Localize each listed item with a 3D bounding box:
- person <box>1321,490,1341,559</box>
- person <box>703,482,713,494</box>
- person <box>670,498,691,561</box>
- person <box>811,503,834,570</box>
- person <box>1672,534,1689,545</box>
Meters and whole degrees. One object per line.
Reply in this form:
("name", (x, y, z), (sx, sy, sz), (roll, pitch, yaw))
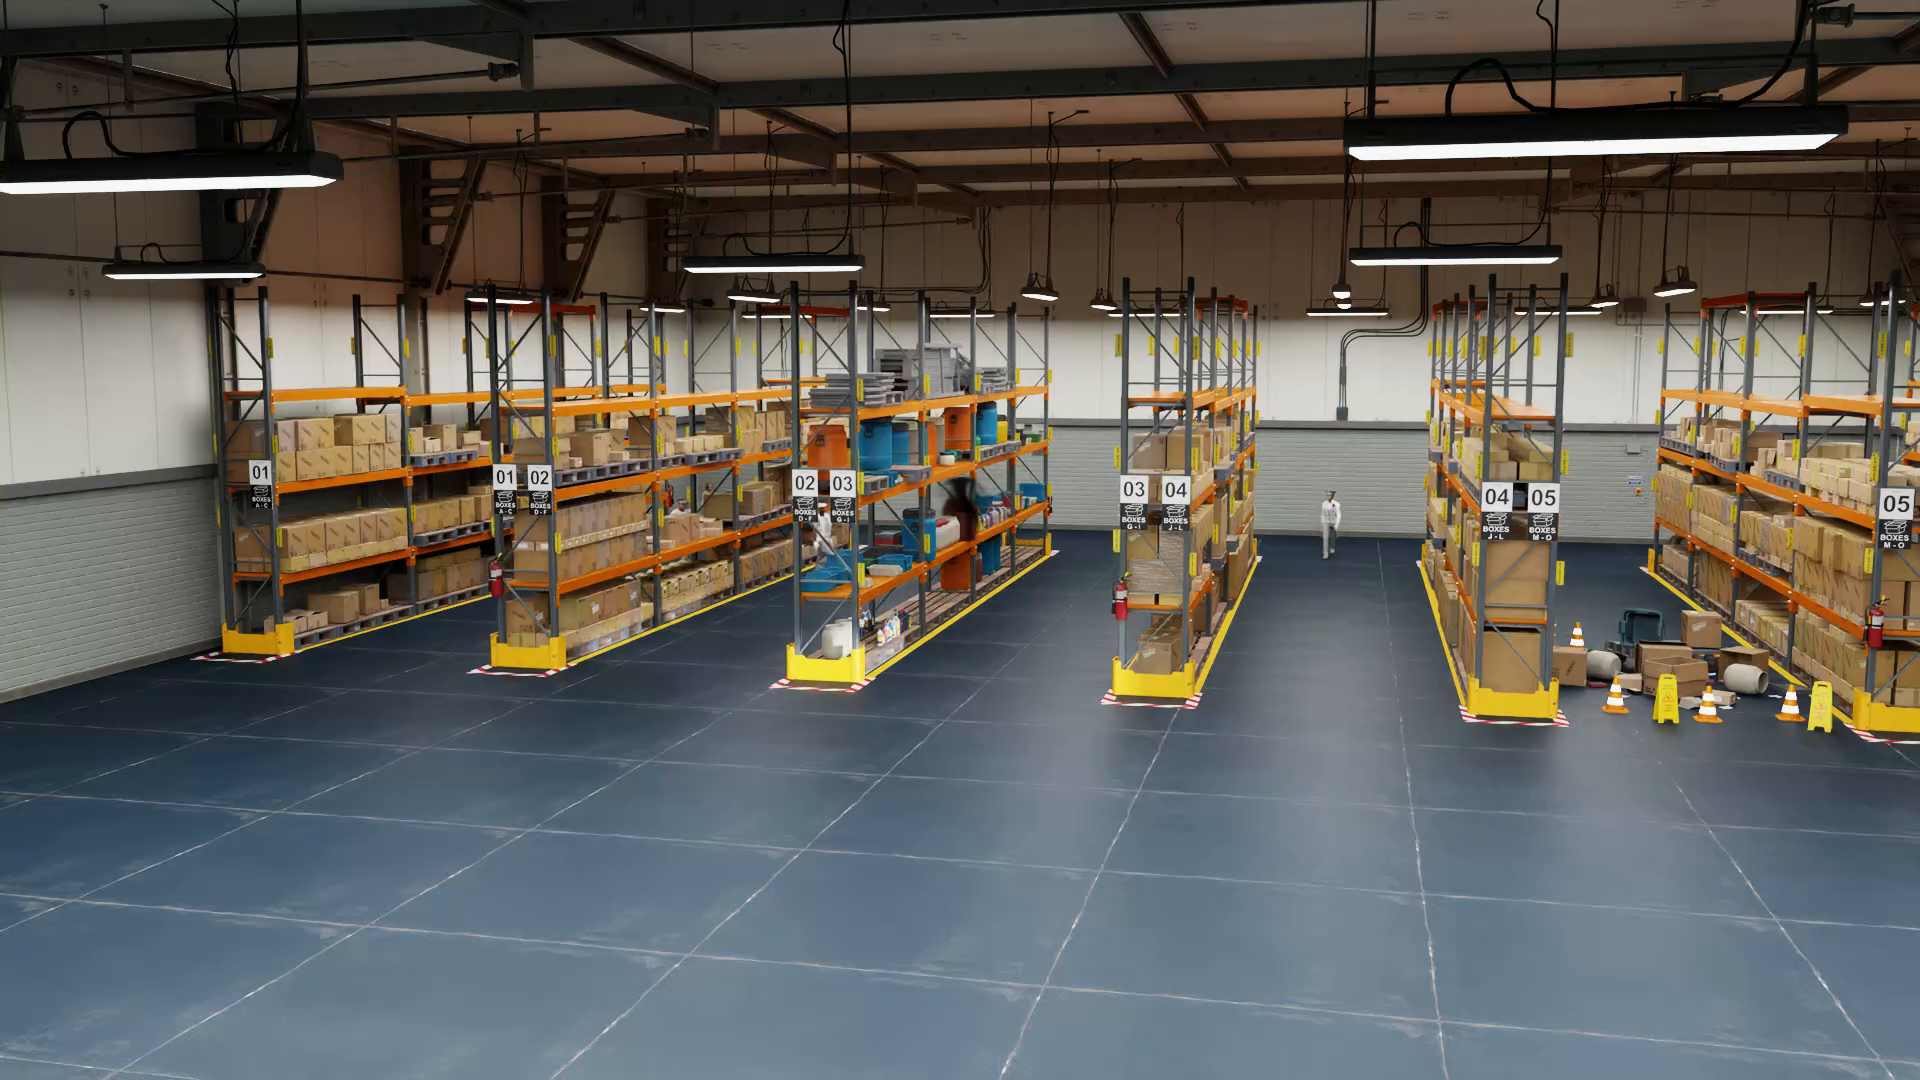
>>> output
("person", (8.899, -0.397, 39.927), (0.460, 1.630, 0.956), (1, 7, 9))
("person", (-6.455, -0.679, 43.066), (0.460, 1.444, 0.803), (-2, 7, -19))
("person", (-6.180, -0.081, 36.850), (0.521, 1.719, 1.032), (2, 7, 17))
("person", (-2.873, 0.045, 35.417), (0.548, 1.780, 0.616), (2, 7, 18))
("person", (16.993, -0.313, 38.769), (1.094, 1.737, 0.615), (0, 7, 3))
